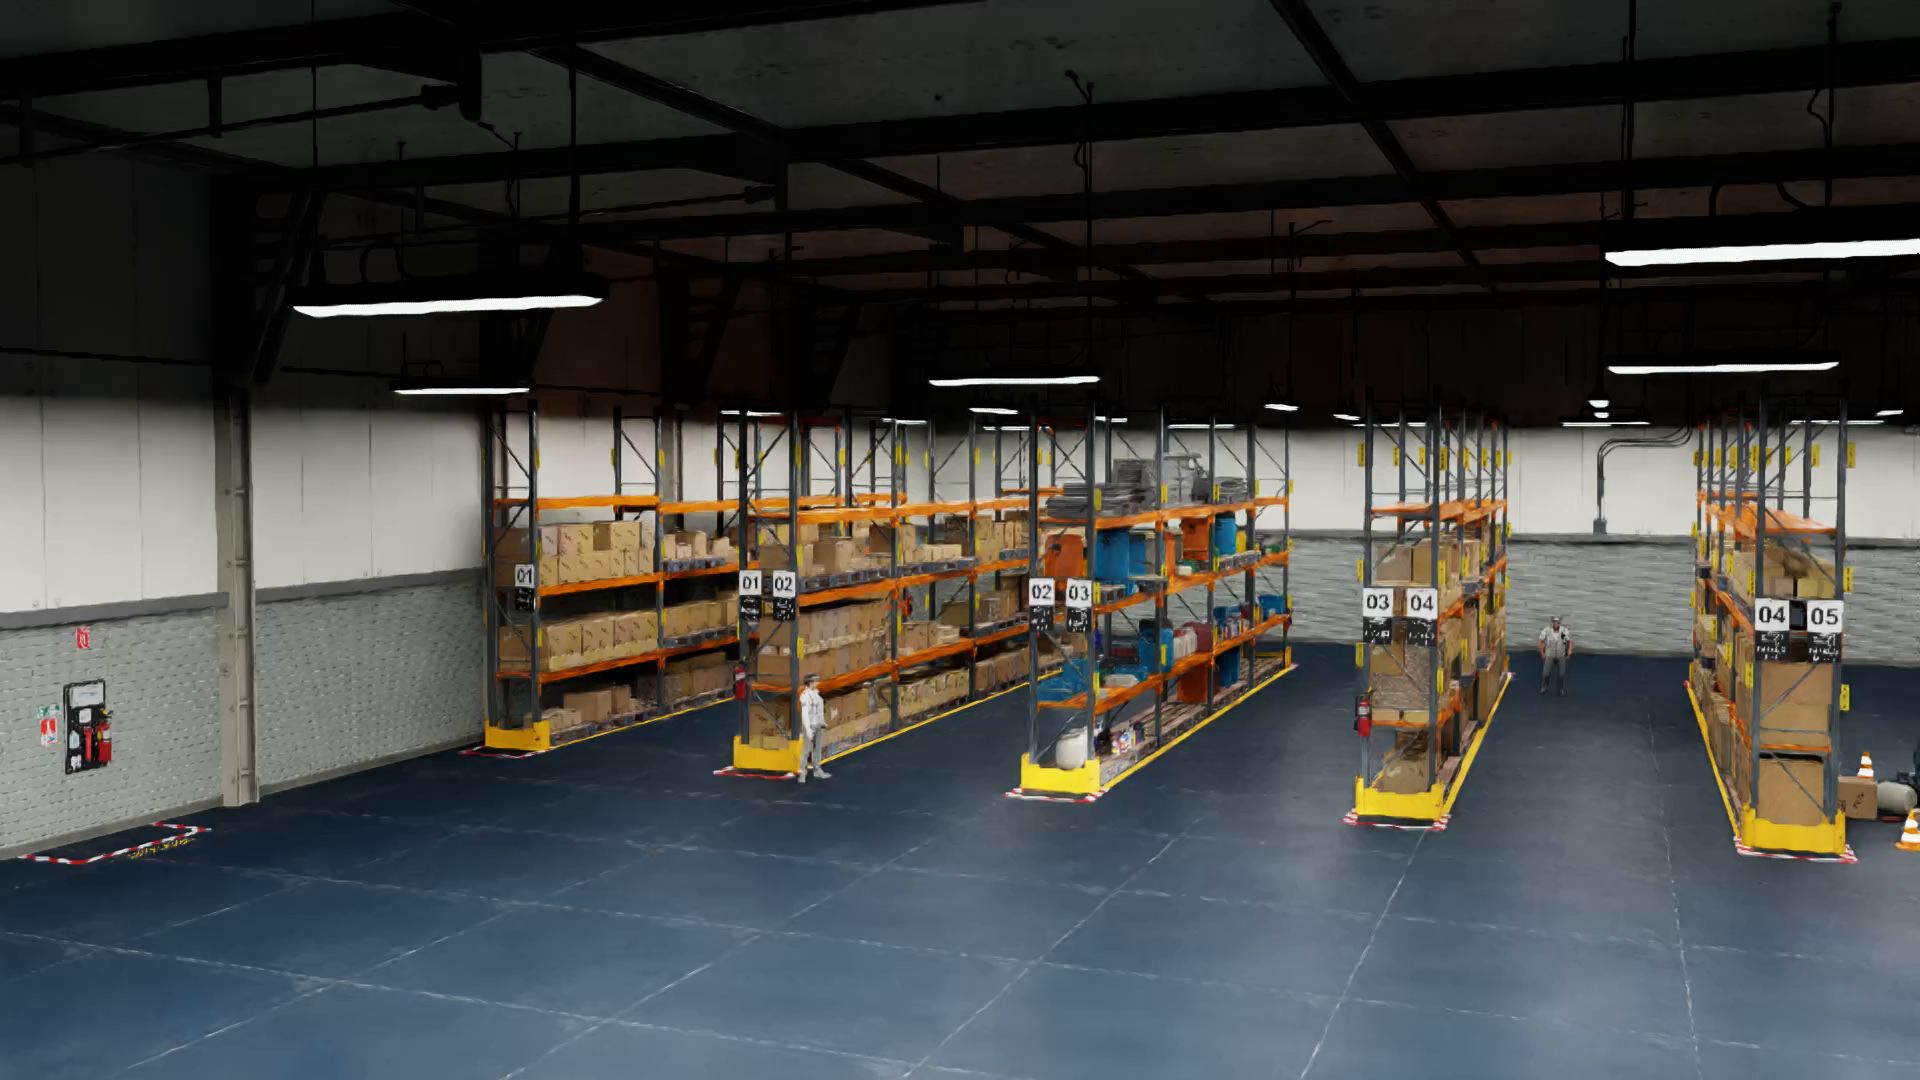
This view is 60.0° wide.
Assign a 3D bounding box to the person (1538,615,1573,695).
[{"bbox_3d":[12.557,2.422,35.080,0.682,1.711,0.536,1,3,19],"label":"person"}]

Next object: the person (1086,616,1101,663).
[{"bbox_3d":[2.870,2.462,35.374,0.360,1.710,0.526,0,3,-5],"label":"person"}]

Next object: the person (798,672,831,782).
[{"bbox_3d":[-2.277,2.876,25.747,0.367,1.685,0.632,1,3,27],"label":"person"}]
